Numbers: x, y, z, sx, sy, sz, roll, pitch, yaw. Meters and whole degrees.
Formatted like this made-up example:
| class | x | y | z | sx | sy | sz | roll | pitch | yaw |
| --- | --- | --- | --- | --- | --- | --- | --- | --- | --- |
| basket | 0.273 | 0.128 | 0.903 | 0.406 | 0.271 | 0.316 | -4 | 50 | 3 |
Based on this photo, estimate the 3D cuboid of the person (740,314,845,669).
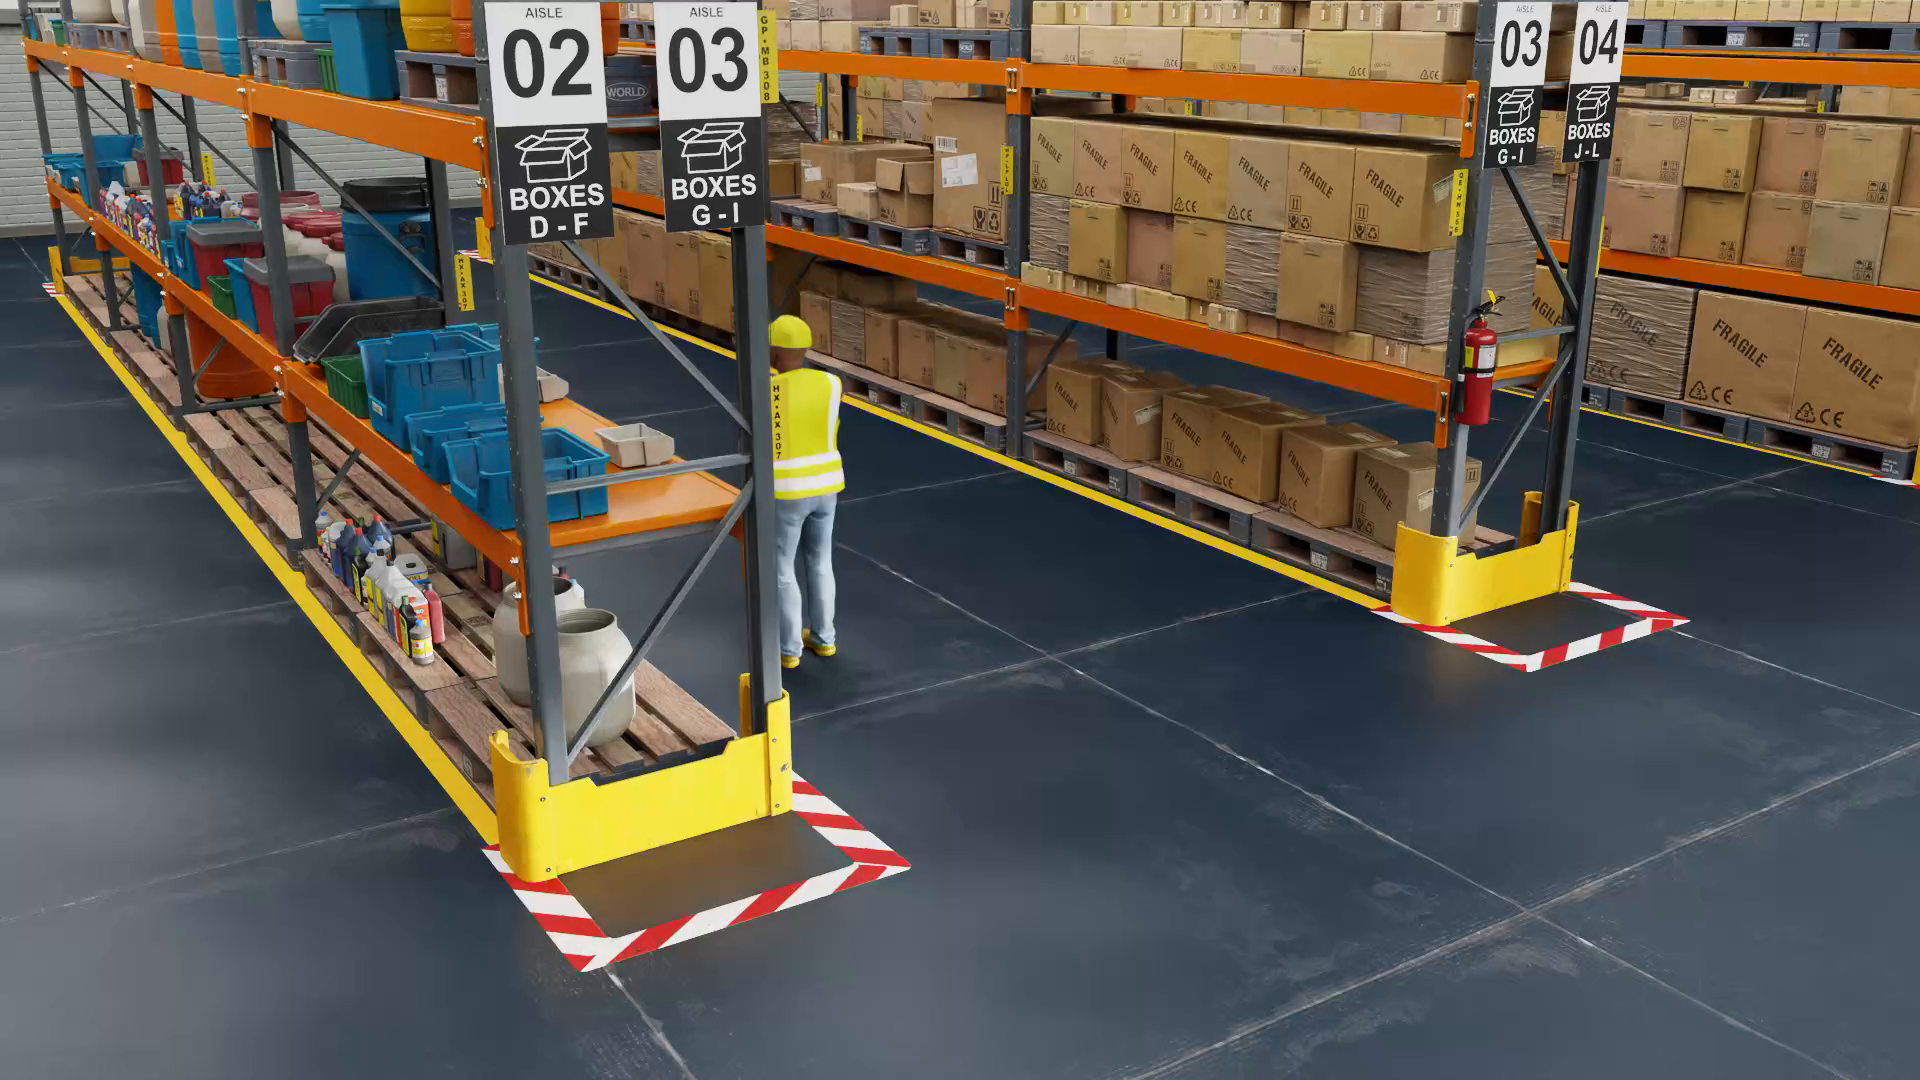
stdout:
| class | x | y | z | sx | sy | sz | roll | pitch | yaw |
| --- | --- | --- | --- | --- | --- | --- | --- | --- | --- |
| person | -0.862 | -0.262 | 8.329 | 0.505 | 1.762 | 0.566 | -12 | 21 | -32 |
